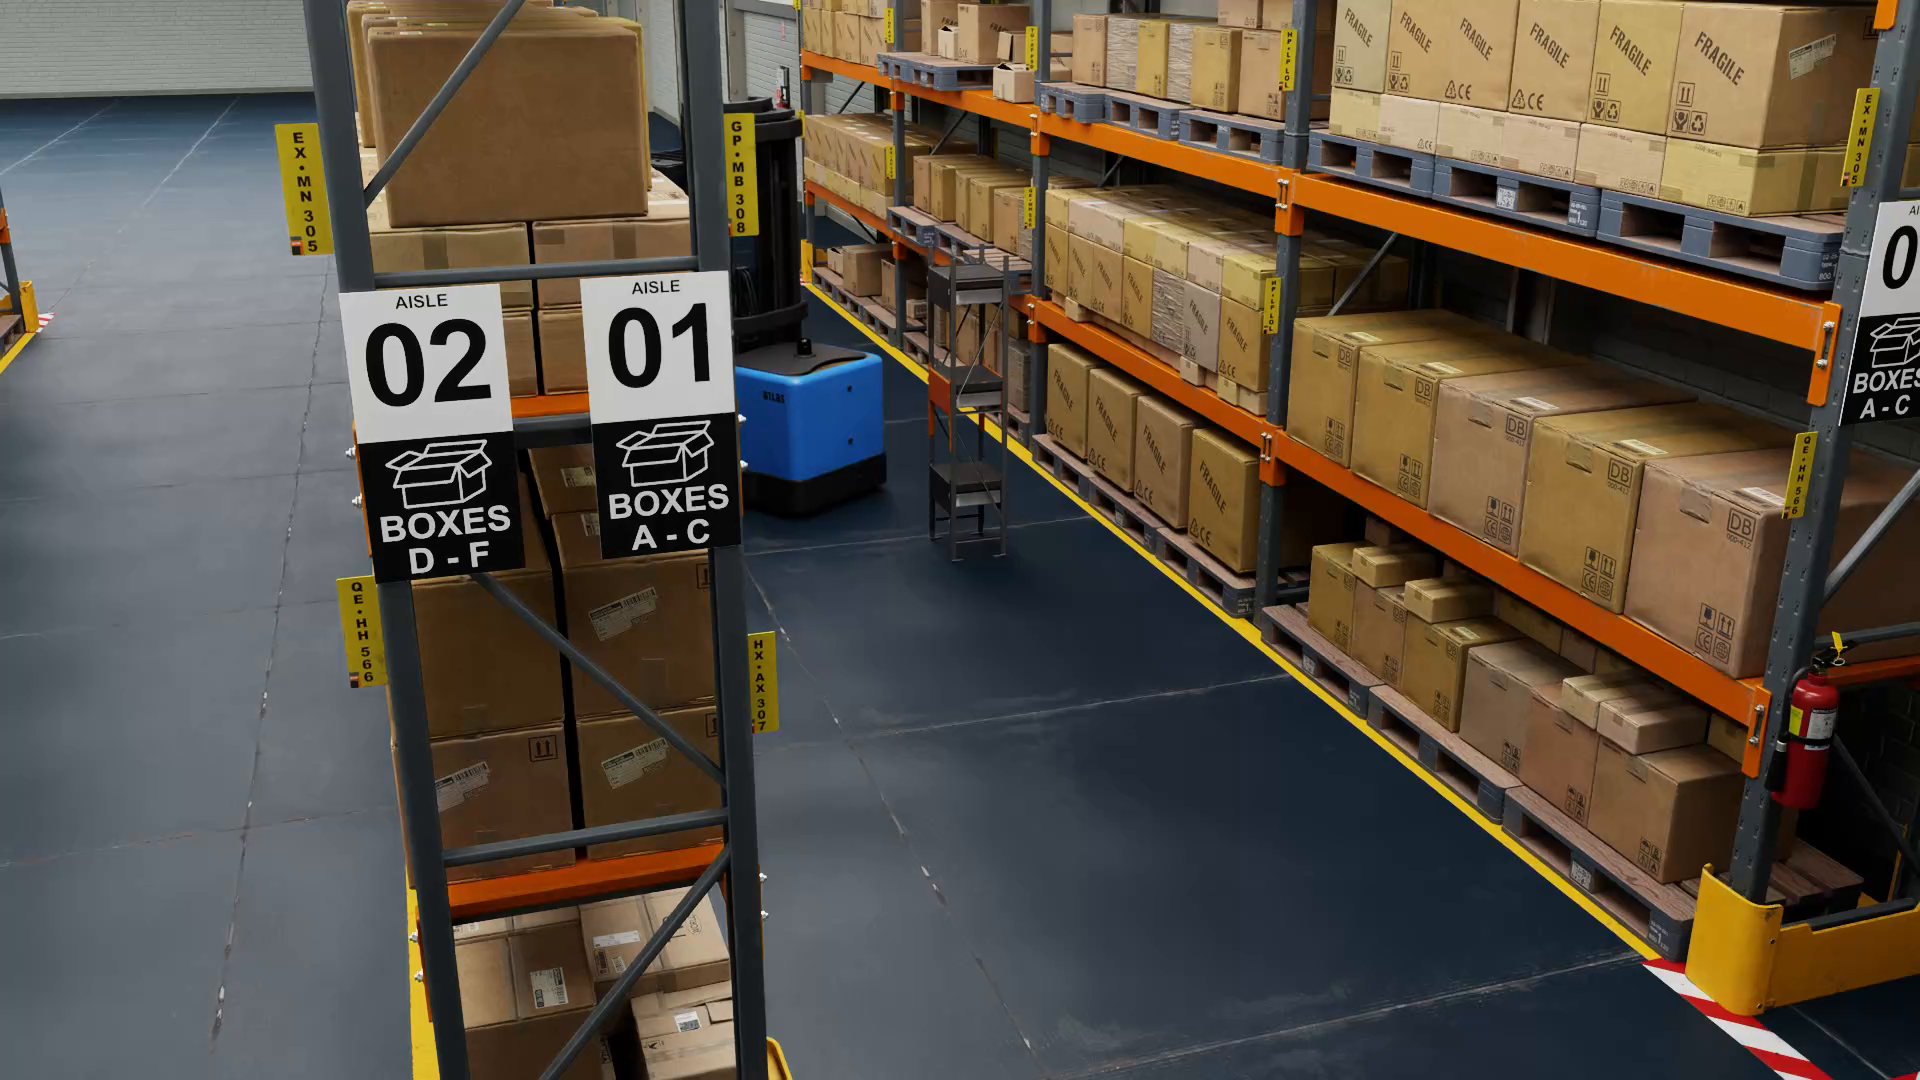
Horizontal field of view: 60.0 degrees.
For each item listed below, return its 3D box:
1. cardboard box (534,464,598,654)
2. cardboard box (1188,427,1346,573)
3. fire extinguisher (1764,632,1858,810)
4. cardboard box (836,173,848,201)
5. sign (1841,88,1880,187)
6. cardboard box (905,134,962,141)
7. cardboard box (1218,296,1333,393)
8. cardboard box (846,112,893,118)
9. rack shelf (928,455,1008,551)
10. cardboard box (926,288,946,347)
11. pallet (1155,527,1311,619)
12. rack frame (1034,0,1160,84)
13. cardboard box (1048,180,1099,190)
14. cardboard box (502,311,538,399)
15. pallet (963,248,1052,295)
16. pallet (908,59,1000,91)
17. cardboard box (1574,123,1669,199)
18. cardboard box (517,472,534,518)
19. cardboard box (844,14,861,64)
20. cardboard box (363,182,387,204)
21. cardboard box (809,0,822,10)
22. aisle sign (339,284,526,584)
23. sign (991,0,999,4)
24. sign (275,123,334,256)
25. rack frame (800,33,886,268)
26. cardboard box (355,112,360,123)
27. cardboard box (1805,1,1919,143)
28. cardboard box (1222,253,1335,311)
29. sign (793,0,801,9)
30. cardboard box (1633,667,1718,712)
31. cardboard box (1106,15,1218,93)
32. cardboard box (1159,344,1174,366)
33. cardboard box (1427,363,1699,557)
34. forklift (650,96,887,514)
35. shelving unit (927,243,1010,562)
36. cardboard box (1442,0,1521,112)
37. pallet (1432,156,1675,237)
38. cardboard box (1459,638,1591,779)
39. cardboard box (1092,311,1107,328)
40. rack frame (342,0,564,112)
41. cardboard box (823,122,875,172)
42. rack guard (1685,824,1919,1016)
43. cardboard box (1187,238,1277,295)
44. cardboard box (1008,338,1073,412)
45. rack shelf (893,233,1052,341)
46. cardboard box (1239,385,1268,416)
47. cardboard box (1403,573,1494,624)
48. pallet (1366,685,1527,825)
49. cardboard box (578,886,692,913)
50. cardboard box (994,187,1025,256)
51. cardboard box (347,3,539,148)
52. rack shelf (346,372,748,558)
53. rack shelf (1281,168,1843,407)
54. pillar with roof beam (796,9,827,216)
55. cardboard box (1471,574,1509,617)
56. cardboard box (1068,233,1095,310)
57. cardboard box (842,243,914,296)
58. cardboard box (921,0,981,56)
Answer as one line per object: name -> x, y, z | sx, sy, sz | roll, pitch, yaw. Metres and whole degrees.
cardboard box -> -1.175, 0.041, 5.737 | 0.500, 0.500, 0.500 | -6, 21, -17
cardboard box -> 2.002, -0.296, 10.861 | 0.750, 0.750, 0.750 | -6, 21, -17
fire extinguisher -> 3.197, 0.678, 6.257 | 0.296, 0.674, 0.183 | -6, 21, -17
cardboard box -> -1.102, -4.023, 18.871 | 0.500, 0.250, 0.500 | -6, 21, -17
sign -> 3.068, -1.369, 5.661 | 0.100, 0.325, 0.005 | -6, 21, -17
cardboard box -> -0.293, -4.113, 18.014 | 0.500, 0.500, 0.500 | -7, 21, -18
cardboard box -> 1.946, -1.233, 10.293 | 0.500, 0.500, 0.500 | -7, 21, -18
cardboard box -> -1.092, -4.929, 20.284 | 0.500, 0.500, 0.500 | -7, 21, -18
rack shelf -> 0.052, -0.263, 11.655 | 0.431, 0.518, 0.480 | -6, 21, -17
cardboard box -> 0.063, -2.278, 16.869 | 0.700, 0.500, 0.500 | -6, 21, -15
pallet -> 2.016, 0.158, 11.165 | 1.003, 0.211, 1.213 | -6, 21, -17
rack frame -> 1.073, -5.022, 12.586 | 1.000, 3.000, 0.127 | -6, 21, -17
cardboard box -> 0.936, -2.865, 13.698 | 0.380, 0.149, 0.250 | -9, 22, -24
cardboard box -> -1.526, -0.582, 4.883 | 0.500, 0.250, 0.500 | -6, 21, -17
pallet -> 0.748, -2.326, 14.237 | 1.213, 0.211, 1.003 | -6, 21, -17
pallet -> 0.237, -4.263, 15.190 | 1.213, 0.211, 1.003 | -6, 21, -17
cardboard box -> 2.940, -1.591, 6.923 | 0.500, 0.250, 0.500 | -7, 21, -19
cardboard box -> -1.675, 0.103, 5.565 | 0.500, 0.500, 0.500 | -6, 21, -16
cardboard box -> -0.935, -5.423, 17.964 | 0.500, 0.500, 0.500 | -7, 21, -19
cardboard box -> -1.675, -0.978, 5.248 | 0.500, 0.250, 0.500 | -6, 21, -17
cardboard box -> -1.441, -6.389, 19.172 | 0.500, 0.500, 0.500 | -7, 21, -18
aisle sign -> -1.383, -0.273, 4.393 | 0.394, 0.787, 0.004 | -6, 21, -17
sign -> 0.341, -5.383, 16.680 | 0.100, 0.325, 0.005 | -6, 21, -17
sign -> -1.647, -0.880, 4.181 | 0.100, 0.325, 0.005 | -6, 21, -17
rack frame -> -1.442, -4.766, 20.747 | 1.000, 3.000, 0.127 | -6, 21, -17
cardboard box -> -2.454, -1.781, 7.483 | 0.500, 0.250, 0.500 | -6, 21, -17
cardboard box -> 3.587, -1.830, 6.480 | 0.500, 0.500, 0.500 | -7, 21, -19
cardboard box -> 1.940, -1.587, 10.170 | 0.500, 0.250, 0.500 | -6, 21, -16
sign -> -1.957, -6.531, 19.932 | 0.100, 0.325, 0.005 | -6, 21, -17
cardboard box -> 3.342, 0.685, 7.690 | 0.380, 0.149, 0.250 | -6, 21, -17
cardboard box -> 1.496, -3.550, 12.127 | 0.700, 0.500, 0.500 | -8, 21, -20
cardboard box -> 1.597, -1.297, 11.432 | 0.380, 0.149, 0.250 | -7, 21, -19
cardboard box -> 2.947, -0.413, 8.185 | 0.980, 0.700, 0.700 | -7, 21, -20
forklift -> -2.045, -1.957, 13.028 | 3.031, 2.935, 1.130 | 15, 25, 36
shelving unit -> 0.052, -0.935, 11.414 | 0.431, 2.100, 0.503 | -6, 21, -17
cardboard box -> 2.616, -2.273, 7.713 | 0.500, 0.500, 0.500 | -6, 21, -17
pallet -> 2.957, -1.630, 7.712 | 1.003, 0.211, 1.213 | -6, 21, -17
cardboard box -> 2.956, 0.812, 8.296 | 0.700, 0.500, 0.500 | -7, 21, -19
cardboard box -> 1.227, -1.716, 12.598 | 0.380, 0.149, 0.250 | -7, 21, -18
rack frame -> -2.371, -3.211, 7.543 | 1.000, 3.000, 0.127 | -6, 21, -17
cardboard box -> -1.275, -4.546, 19.219 | 0.500, 0.500, 0.500 | -7, 21, -19
rack guard -> 3.595, 1.553, 6.853 | 1.175, 0.500, 0.348 | -6, 21, -17
cardboard box -> 1.789, -1.752, 10.630 | 0.500, 0.250, 0.500 | -6, 21, -16
cardboard box -> 0.797, -1.455, 14.576 | 0.700, 0.500, 0.500 | -6, 21, -16
rack shelf -> 0.444, -2.502, 15.508 | 1.077, 0.370, 4.000 | -6, 21, -17
cardboard box -> 1.955, -0.884, 10.284 | 0.380, 0.149, 0.250 | -6, 21, -17
cardboard box -> 2.566, 0.306, 8.743 | 0.380, 0.149, 0.250 | -7, 21, -19
pallet -> 2.882, 1.042, 8.703 | 1.003, 0.211, 1.213 | -6, 21, -17
cardboard box -> -1.330, 1.458, 6.837 | 0.500, 0.250, 0.500 | -6, 21, -17
cardboard box -> 0.714, -2.779, 14.417 | 0.700, 0.500, 0.500 | -8, 21, -22
cardboard box -> -1.997, -1.829, 6.508 | 0.700, 0.500, 0.500 | -6, 21, -17
rack shelf -> -1.743, -0.819, 6.385 | 1.077, 0.370, 4.000 | -6, 21, -17
rack shelf -> 2.959, -1.346, 7.854 | 1.077, 0.370, 4.000 | -6, 21, -17
pillar with roof beam -> -6.373, -8.924, 23.451 | 9.100, 9.000, 0.400 | -6, 21, -17
cardboard box -> 2.940, 0.276, 8.826 | 0.380, 0.149, 0.250 | -6, 21, -17
cardboard box -> 1.138, -2.043, 12.549 | 0.500, 0.500, 0.500 | -6, 21, -15
cardboard box -> -0.947, -3.141, 19.271 | 0.700, 0.500, 0.500 | -8, 21, -21
cardboard box -> -0.088, -4.955, 16.067 | 0.500, 0.500, 0.500 | -3, 20, -9
